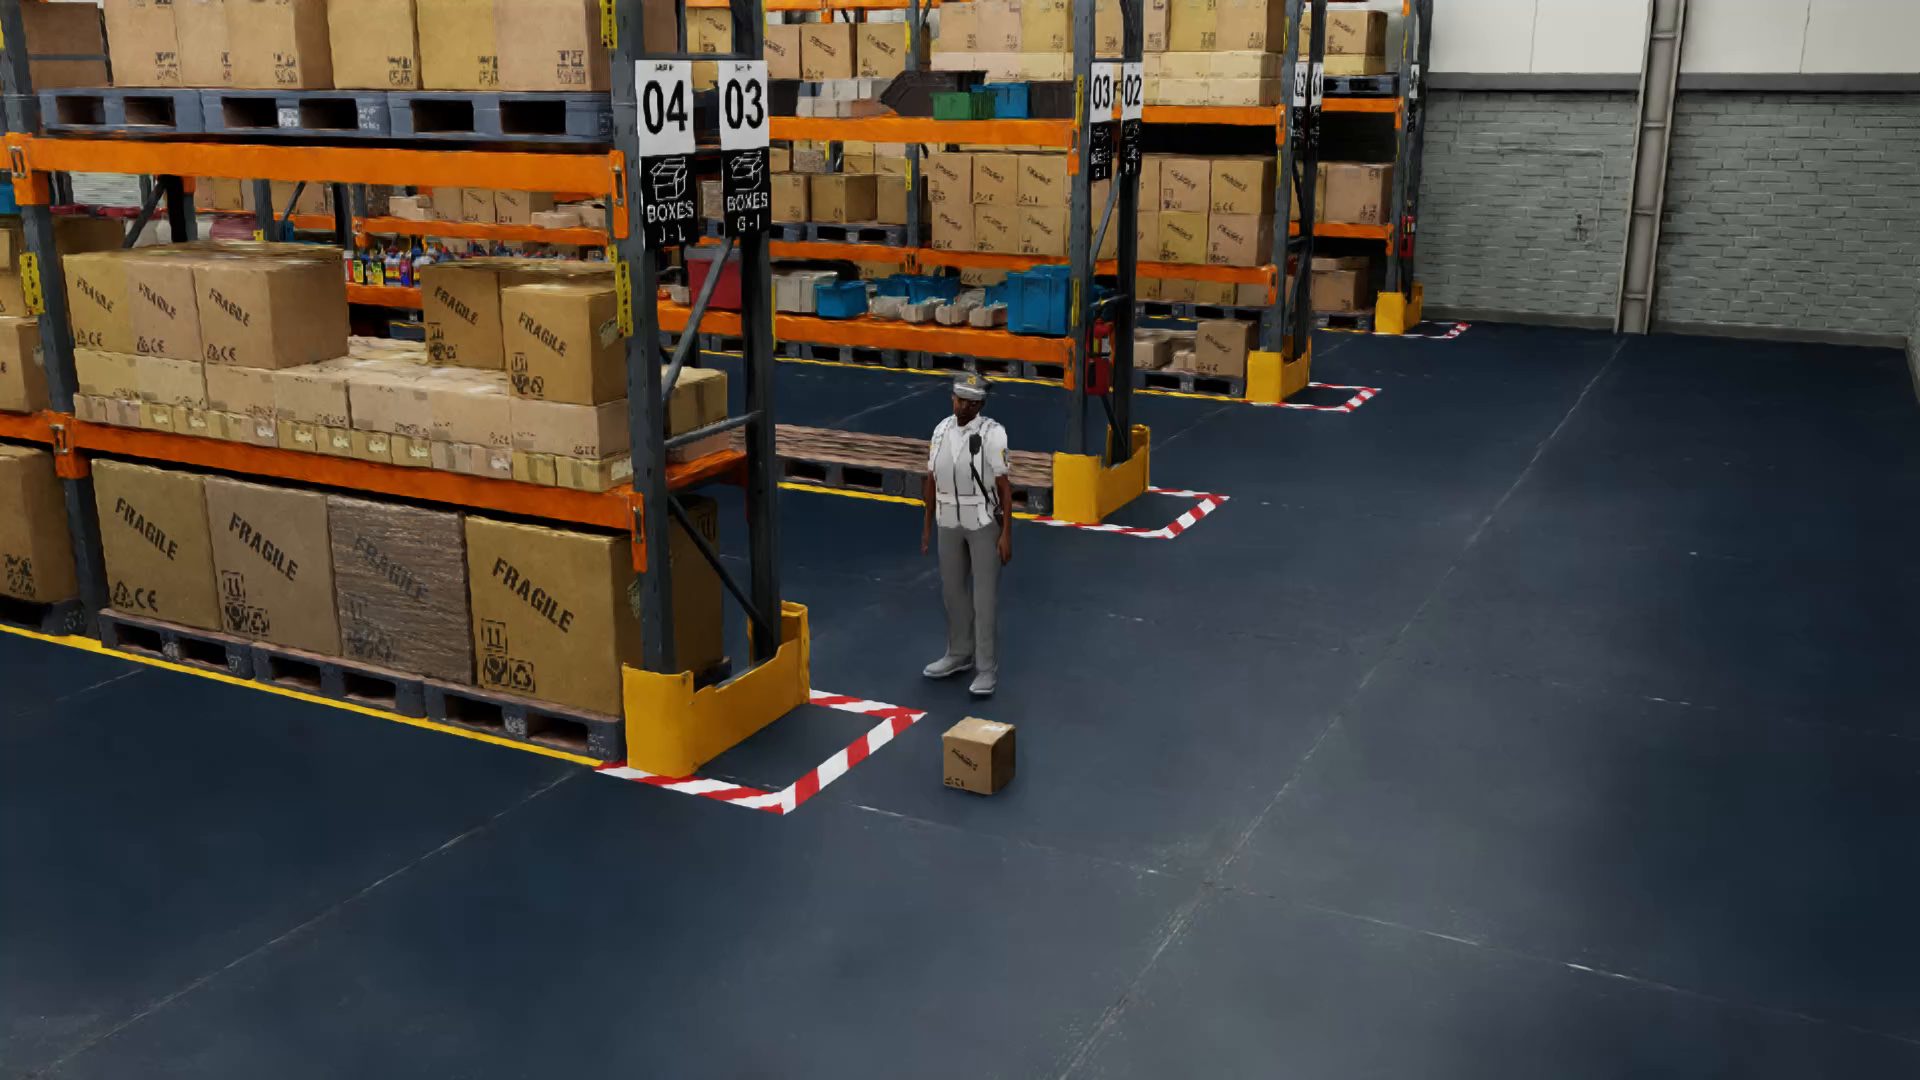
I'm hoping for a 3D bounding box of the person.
[{"bbox_3d":[0.028,-0.052,8.617,0.524,1.681,0.441,9,18,28],"label":"person"}]
